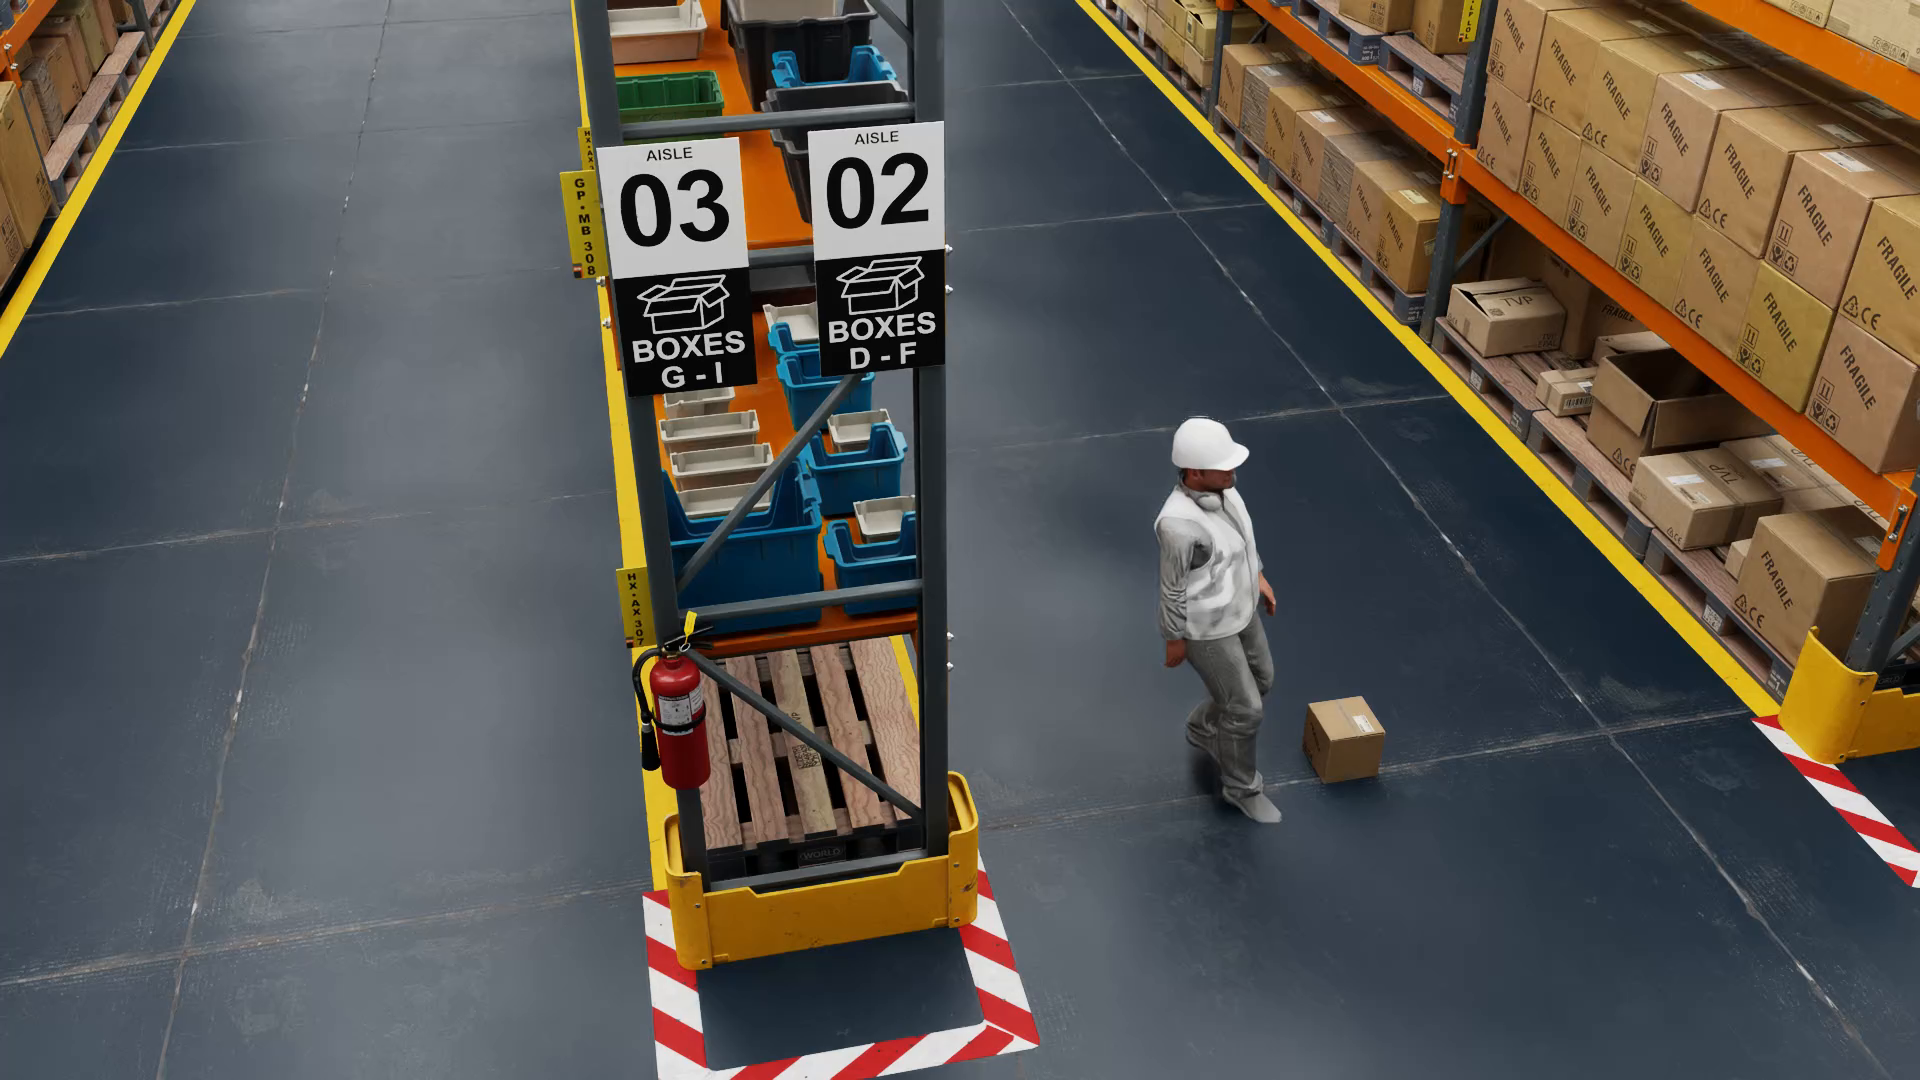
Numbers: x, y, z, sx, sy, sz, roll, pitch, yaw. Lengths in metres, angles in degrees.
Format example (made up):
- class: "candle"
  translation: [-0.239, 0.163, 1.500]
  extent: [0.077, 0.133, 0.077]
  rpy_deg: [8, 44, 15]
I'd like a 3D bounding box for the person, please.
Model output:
- class: "person"
  translation: [1.112, 0.334, 6.677]
  extent: [0.650, 1.813, 0.588]
  rpy_deg: [15, 37, 21]
